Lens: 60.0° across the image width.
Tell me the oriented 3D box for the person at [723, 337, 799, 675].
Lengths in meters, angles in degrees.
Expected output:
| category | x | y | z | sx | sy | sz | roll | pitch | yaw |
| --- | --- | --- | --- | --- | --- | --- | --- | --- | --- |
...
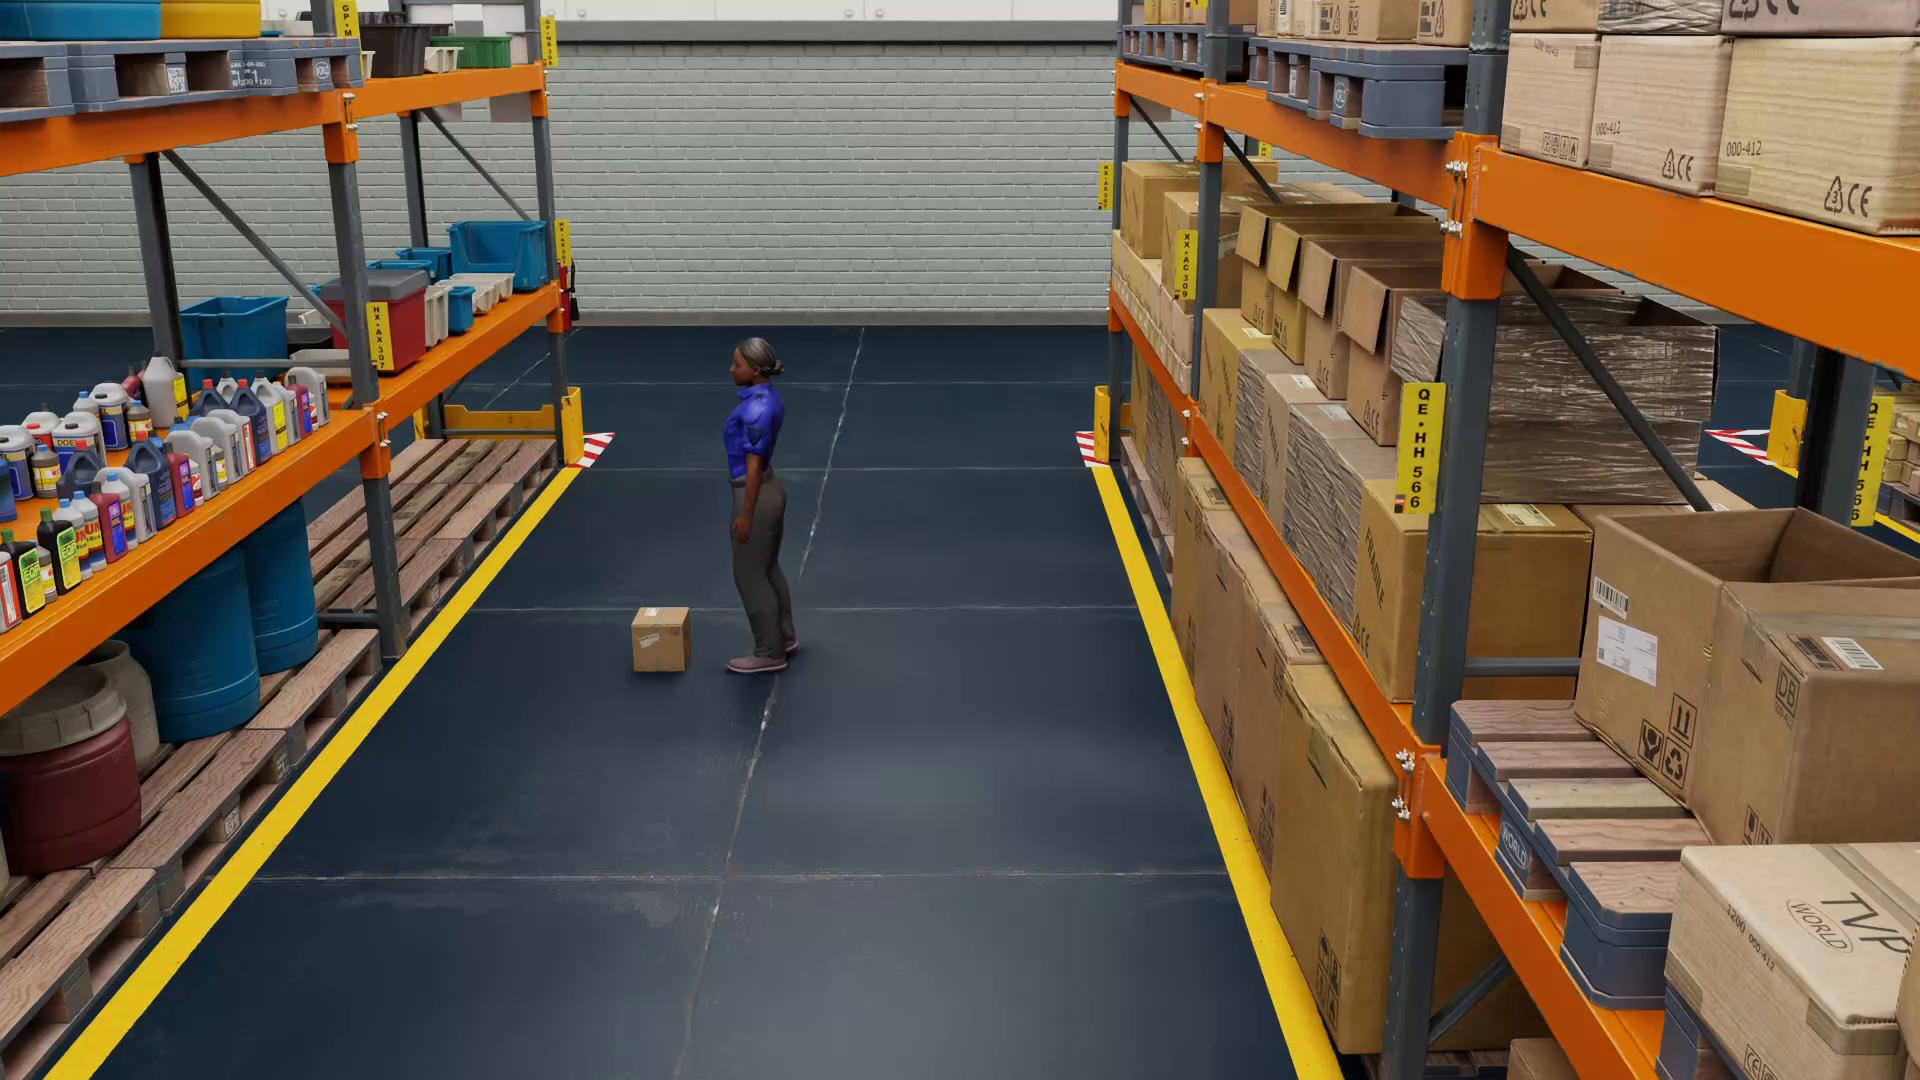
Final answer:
| category | x | y | z | sx | sy | sz | roll | pitch | yaw |
| --- | --- | --- | --- | --- | --- | --- | --- | --- | --- |
| person | -0.989 | -0.150 | 8.109 | 0.329 | 1.694 | 0.437 | 0 | 17 | 0 |
